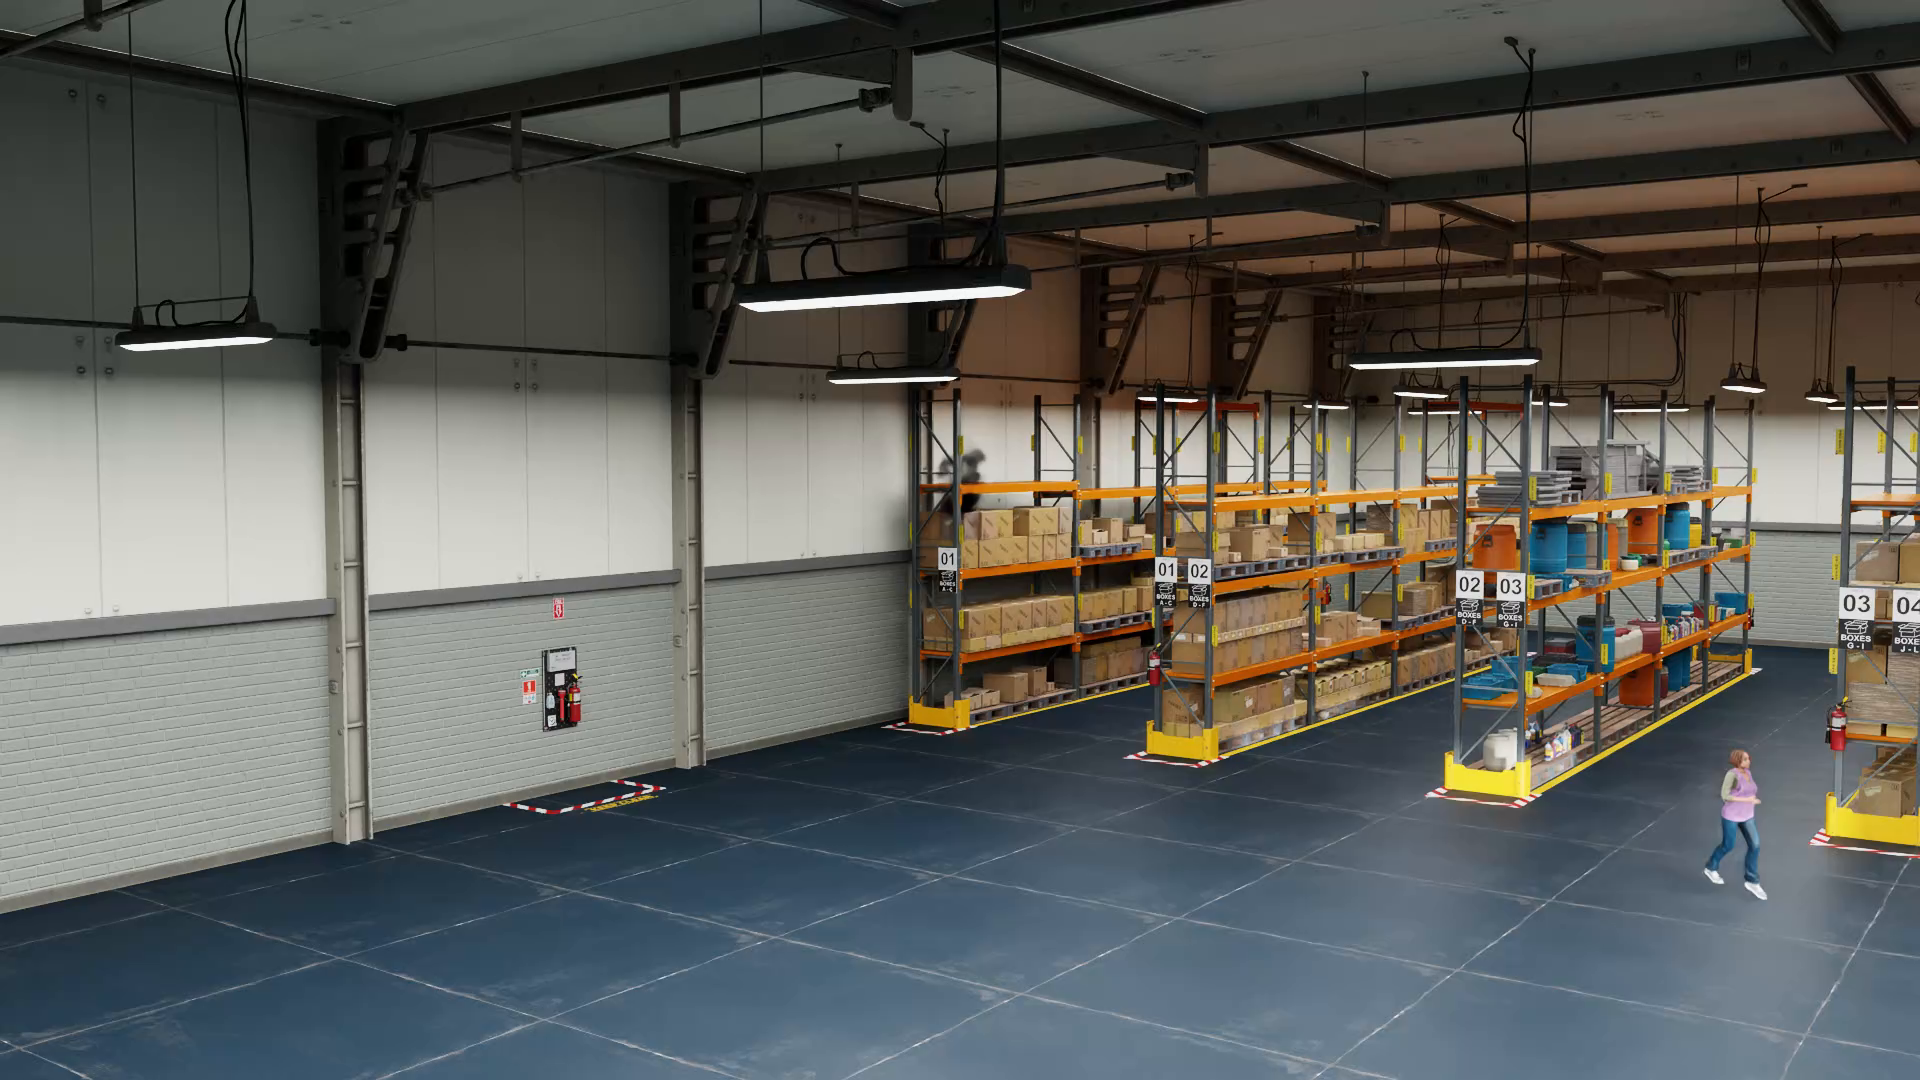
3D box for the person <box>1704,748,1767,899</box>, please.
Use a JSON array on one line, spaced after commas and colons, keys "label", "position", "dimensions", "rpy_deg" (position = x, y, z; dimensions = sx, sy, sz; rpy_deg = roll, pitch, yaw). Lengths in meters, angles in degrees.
[{"label": "person", "position": [8.655, 3.131, 18.585], "dimensions": [0.528, 1.631, 0.751], "rpy_deg": [-1, 4, -22]}]
